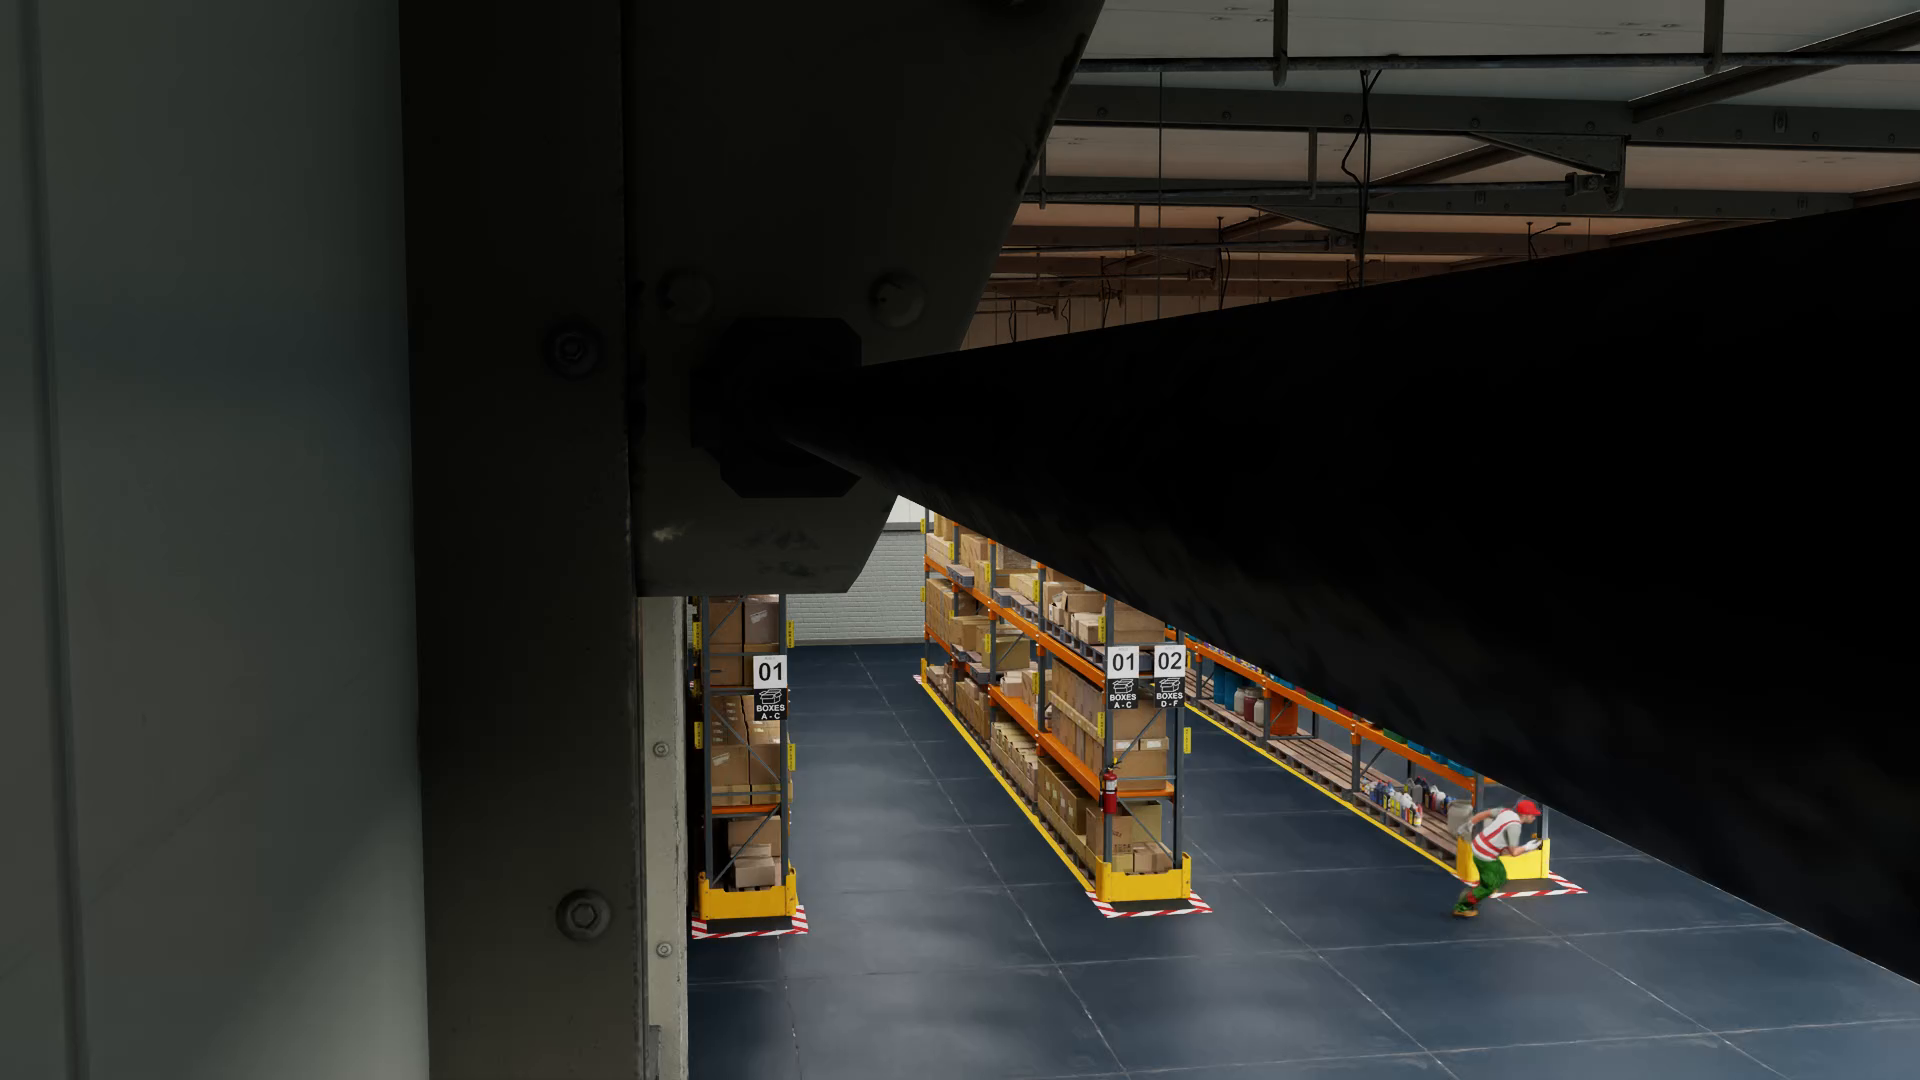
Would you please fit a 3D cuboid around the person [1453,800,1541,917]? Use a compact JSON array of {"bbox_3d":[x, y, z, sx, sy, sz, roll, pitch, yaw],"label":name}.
[{"bbox_3d":[6.444,3.820,19.963,0.974,1.480,0.675,1,5,9],"label":"person"}]
